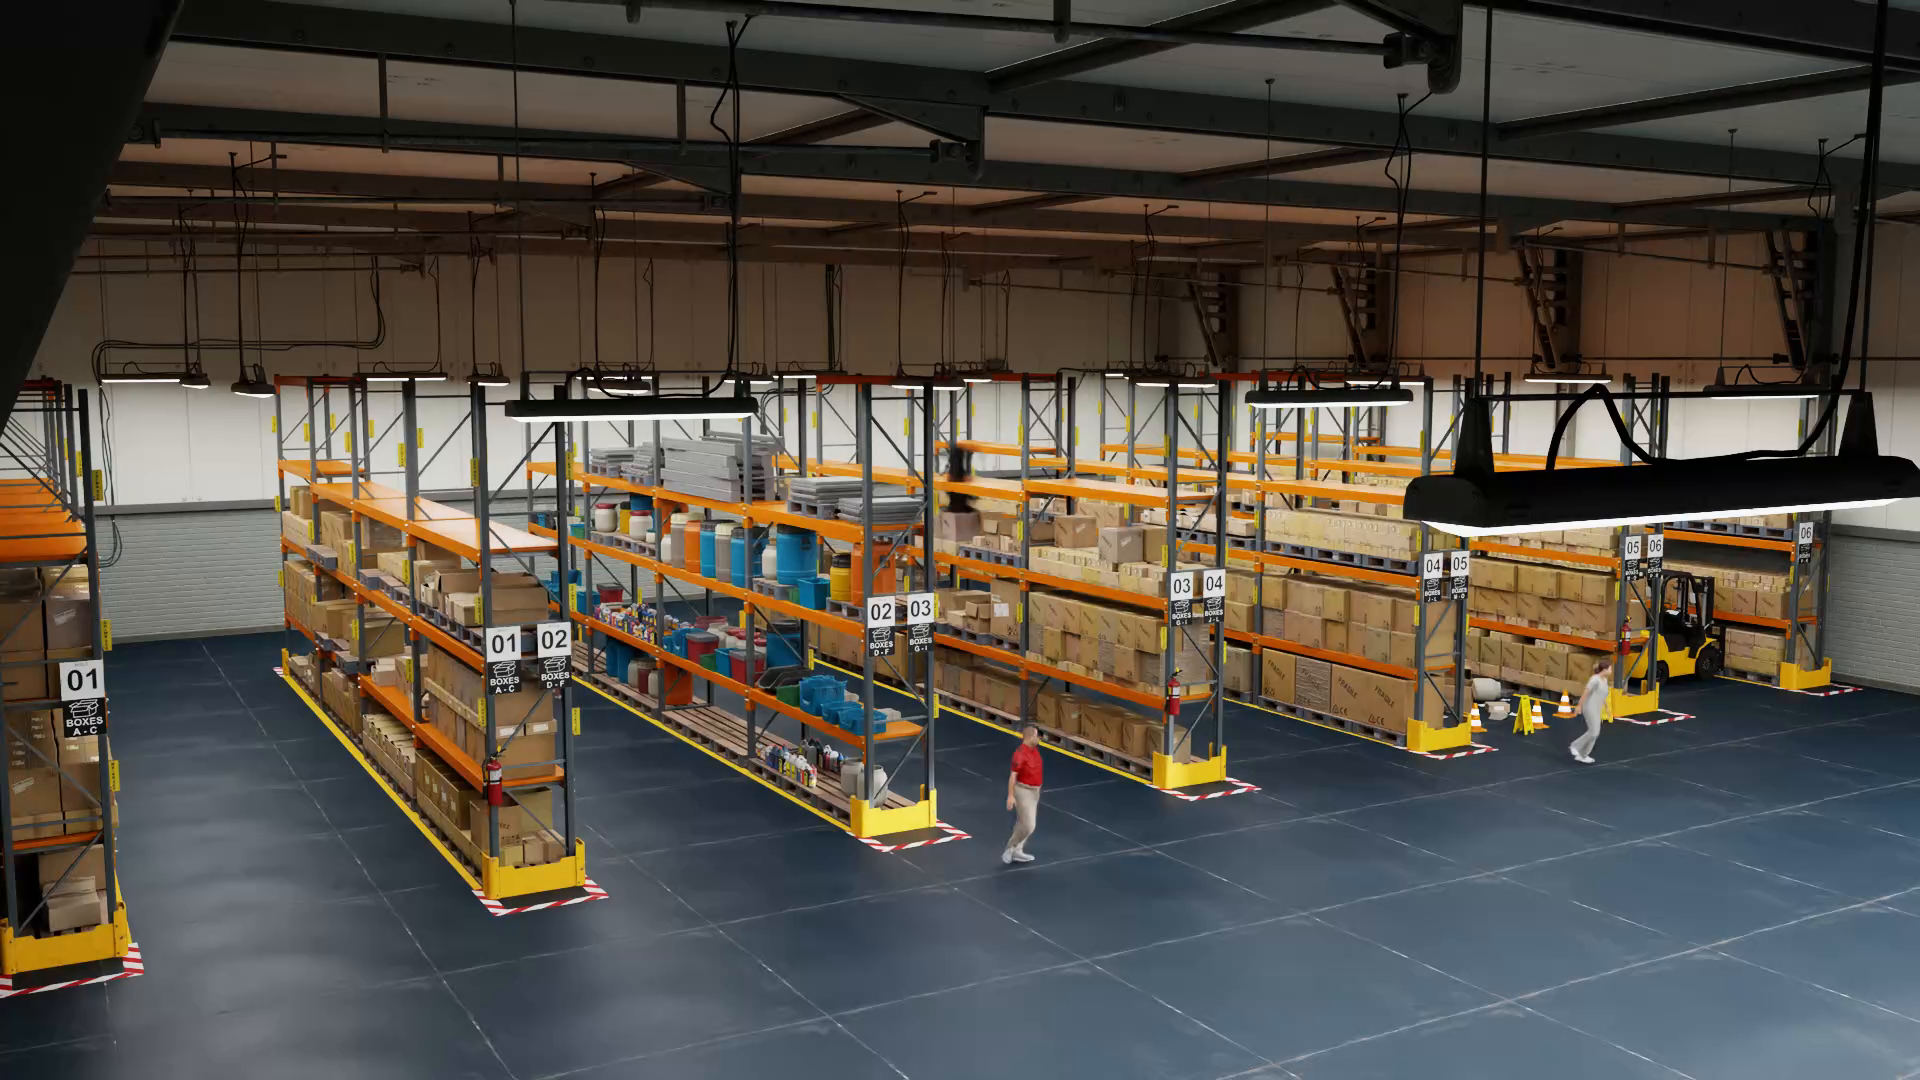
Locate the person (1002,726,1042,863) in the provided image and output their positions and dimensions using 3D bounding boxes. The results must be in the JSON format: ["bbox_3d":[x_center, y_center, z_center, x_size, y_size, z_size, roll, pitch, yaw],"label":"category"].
[{"bbox_3d":[0.801,3.193,20.819,0.447,1.721,0.644,3,7,25],"label":"person"}]

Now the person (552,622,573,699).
[{"bbox_3d":[-7.458,2.194,30.922,0.824,1.528,0.626,6,8,41],"label":"person"}]

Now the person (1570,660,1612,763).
[{"bbox_3d":[9.888,2.676,26.075,0.537,1.634,0.591,5,8,41],"label":"person"}]

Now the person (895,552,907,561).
[{"bbox_3d":[-1.588,1.013,40.987,0.798,1.720,0.558,4,7,32],"label":"person"}]
